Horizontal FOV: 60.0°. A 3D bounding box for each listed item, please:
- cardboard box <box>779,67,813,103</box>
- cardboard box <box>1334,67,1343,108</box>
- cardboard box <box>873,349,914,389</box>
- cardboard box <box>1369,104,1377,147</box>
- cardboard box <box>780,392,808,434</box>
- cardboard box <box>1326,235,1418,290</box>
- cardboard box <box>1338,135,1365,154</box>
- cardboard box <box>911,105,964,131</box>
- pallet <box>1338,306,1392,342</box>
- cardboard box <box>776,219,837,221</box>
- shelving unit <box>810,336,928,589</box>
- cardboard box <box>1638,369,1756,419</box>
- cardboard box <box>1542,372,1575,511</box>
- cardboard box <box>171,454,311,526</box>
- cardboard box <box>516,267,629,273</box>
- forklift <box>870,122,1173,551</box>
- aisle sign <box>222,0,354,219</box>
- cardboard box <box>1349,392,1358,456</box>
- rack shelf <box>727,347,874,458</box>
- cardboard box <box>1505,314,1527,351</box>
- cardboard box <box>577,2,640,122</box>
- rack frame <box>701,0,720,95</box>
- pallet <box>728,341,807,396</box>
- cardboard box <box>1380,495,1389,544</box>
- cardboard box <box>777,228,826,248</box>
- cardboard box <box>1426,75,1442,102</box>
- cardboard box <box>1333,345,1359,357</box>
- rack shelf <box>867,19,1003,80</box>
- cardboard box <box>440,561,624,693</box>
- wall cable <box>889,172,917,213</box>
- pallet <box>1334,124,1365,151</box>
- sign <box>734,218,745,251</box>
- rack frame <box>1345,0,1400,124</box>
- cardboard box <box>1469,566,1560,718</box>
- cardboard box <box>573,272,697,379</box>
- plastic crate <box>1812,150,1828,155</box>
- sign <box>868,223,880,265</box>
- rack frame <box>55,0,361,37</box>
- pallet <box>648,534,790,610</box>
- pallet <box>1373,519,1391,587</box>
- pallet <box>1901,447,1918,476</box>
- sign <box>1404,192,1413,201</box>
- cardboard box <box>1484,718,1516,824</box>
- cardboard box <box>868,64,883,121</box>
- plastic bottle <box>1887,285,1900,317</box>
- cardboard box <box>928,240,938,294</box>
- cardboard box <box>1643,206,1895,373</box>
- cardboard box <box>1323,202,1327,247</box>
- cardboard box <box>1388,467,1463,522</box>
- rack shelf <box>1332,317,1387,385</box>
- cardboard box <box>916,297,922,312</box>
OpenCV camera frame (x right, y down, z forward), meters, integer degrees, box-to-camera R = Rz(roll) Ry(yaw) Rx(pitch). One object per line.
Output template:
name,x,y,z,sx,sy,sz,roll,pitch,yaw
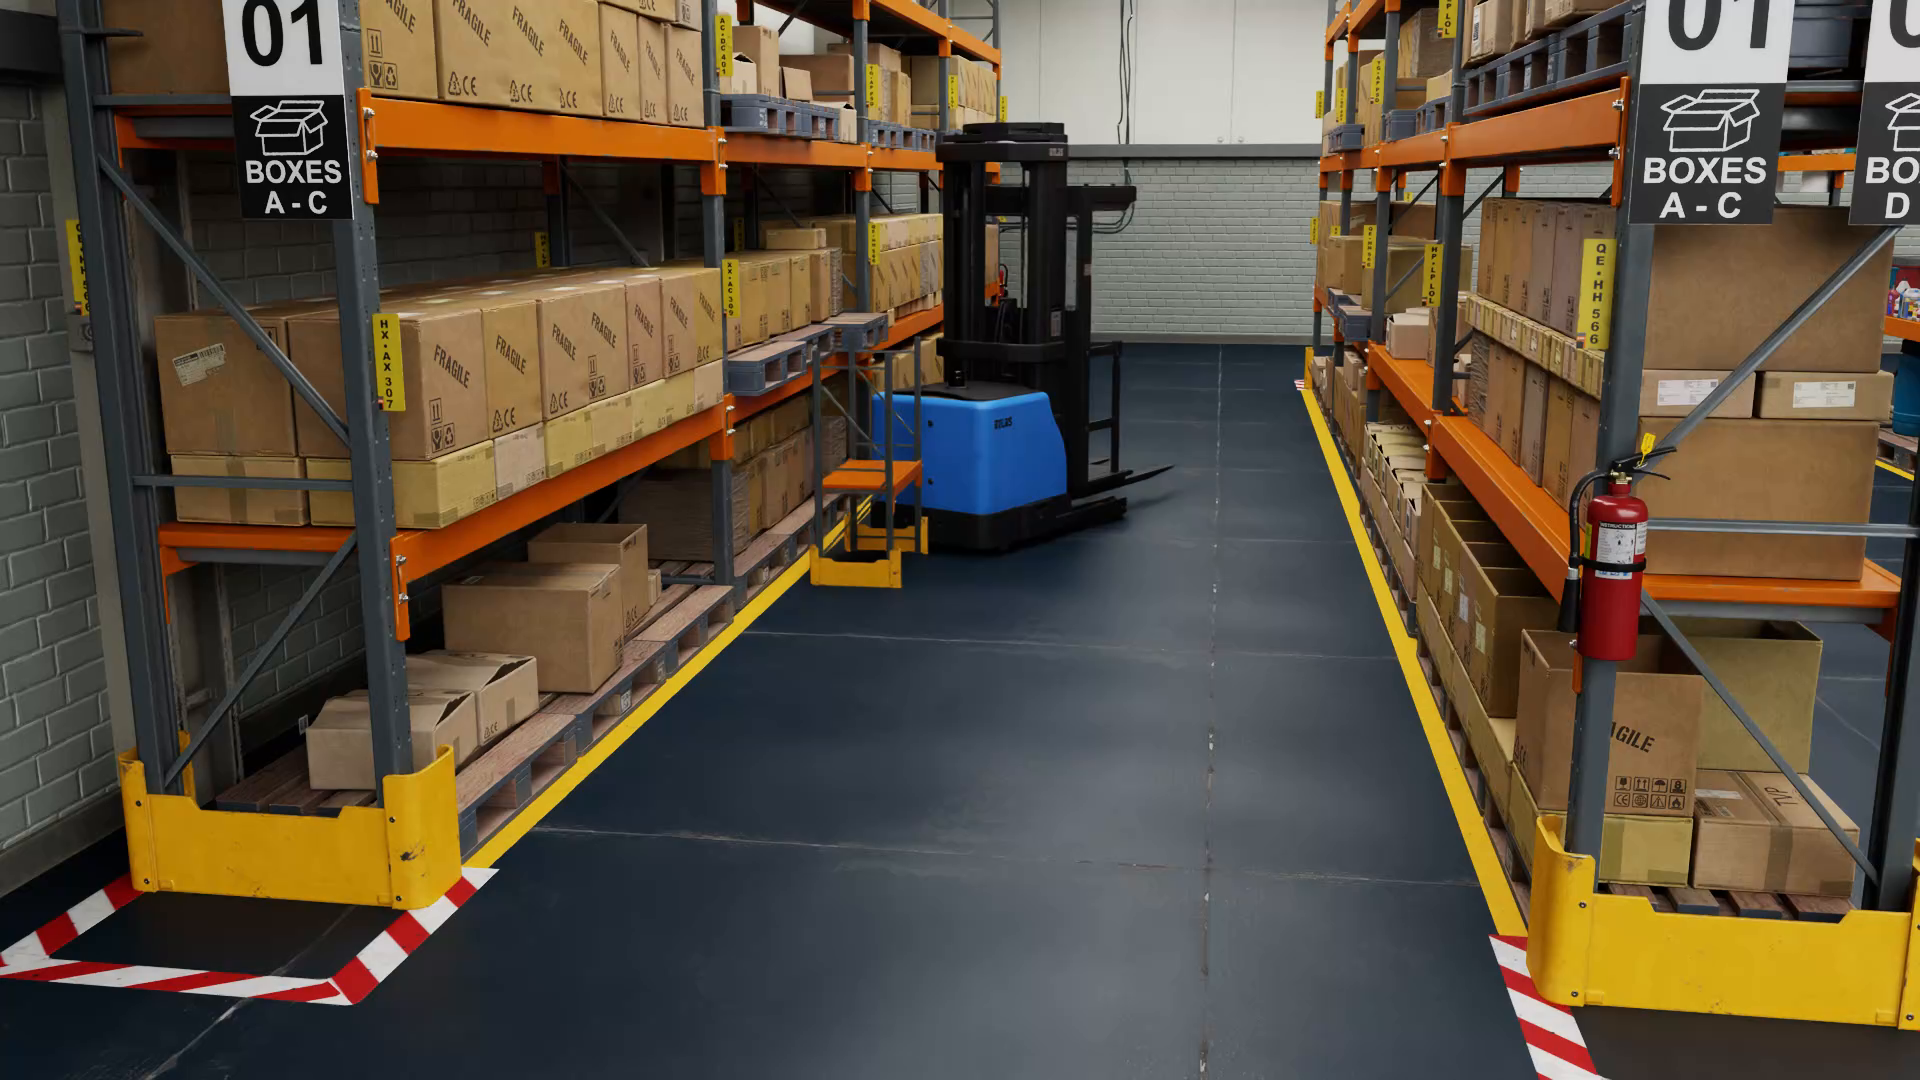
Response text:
cardboard box,-1.518,-3.116,11.918,0.797,0.503,0.637,4,13,17
cardboard box,4.675,-5.157,19.070,0.700,0.500,0.500,2,12,9
cardboard box,-0.844,-1.341,15.203,0.750,0.750,0.750,2,12,8
cardboard box,3.780,-3.409,13.336,0.910,0.500,0.500,2,12,9
cardboard box,-1.436,-0.947,12.378,0.500,0.250,0.500,2,12,10
cardboard box,3.989,-2.692,16.129,0.700,0.500,0.500,-2,12,-10
cardboard box,4.095,-4.032,16.817,0.500,0.250,0.500,2,12,9
cardboard box,-0.245,-4.471,17.621,0.500,0.250,0.500,2,12,8
pallet,3.703,-1.746,13.429,1.213,0.211,1.003,2,12,9
cardboard box,-1.331,-2.637,14.339,0.500,0.250,0.500,1,12,7
shelving unit,-0.590,-0.546,10.965,0.587,1.500,1.083,2,12,9
cardboard box,2.308,-0.482,5.335,0.380,0.149,0.250,2,12,8
cardboard box,2.680,-0.389,6.441,0.700,0.500,0.500,2,12,9
cardboard box,-2.577,-0.231,6.252,0.500,0.250,0.500,2,12,9
cardboard box,-2.121,-1.235,9.133,0.500,0.500,0.500,2,12,7
forklift,0.623,-1.613,12.523,1.130,2.935,3.031,9,15,34
aisle sign,-2.172,-1.437,5.369,0.394,0.787,0.004,2,12,9
cardboard box,3.660,-0.999,14.399,0.500,0.500,0.500,1,12,7
rack shelf,-1.535,-1.088,11.629,1.077,0.370,4.000,2,12,9
cardboard box,2.626,-0.911,7.325,0.380,0.149,0.250,2,12,7
cardboard box,-1.814,-2.214,7.740,0.500,0.500,0.500,1,12,6
rack frame,-1.843,-3.956,8.989,1.000,3.000,0.127,2,12,9
pallet,-1.581,-1.084,10.358,1.003,0.211,1.213,2,12,9
cardboard box,3.068,-0.138,11.043,0.500,0.250,0.500,2,12,10
cardboard box,-1.251,-2.364,13.022,0.380,0.149,0.250,0,12,1
cardboard box,3.654,-3.198,11.952,0.500,0.250,0.500,1,12,4
cardboard box,4.567,-1.915,18.639,0.797,0.503,0.637,2,12,9
rack shelf,-0.305,-5.490,18.766,1.077,0.370,4.000,2,12,9
cardboard box,-2.012,0.405,7.881,0.700,0.500,0.500,1,12,5
wall cable,-0.735,-4.315,22.484,0.084,1.984,1.851,2,12,9
pallet,3.957,-3.554,14.689,1.213,0.211,1.003,2,12,9
sign,-1.776,-2.439,13.443,0.100,0.325,0.005,2,12,9
rack frame,4.283,-5.461,15.975,1.000,3.000,0.127,2,12,9
cardboard box,2.365,0.412,6.713,0.500,0.500,0.500,2,12,9
cardboard box,-1.681,-1.114,8.570,0.500,0.500,0.500,2,12,8
plastic crate,9.146,-4.157,17.325,0.437,0.282,0.530,2,12,9
sign,-0.690,-2.368,13.299,0.100,0.325,0.005,2,12,9
rack frame,-2.458,-3.123,5.125,1.000,3.000,0.127,2,12,9
pallet,-1.724,0.178,10.667,1.003,0.211,1.213,2,12,9
pallet,3.313,0.090,11.073,1.003,0.211,1.213,2,12,9
pallet,8.832,-0.590,14.232,1.003,0.211,1.213,2,12,9
sign,5.444,-4.060,20.213,0.100,0.325,0.005,2,12,9
cardboard box,2.293,0.882,6.309,0.500,0.250,0.500,2,12,9
cardboard box,-1.082,-3.916,14.641,0.700,0.500,0.500,3,12,12
plastic bottle,8.679,-2.220,15.452,0.061,0.283,0.133,2,12,9
cardboard box,-0.503,-2.682,16.326,0.500,0.500,0.500,2,12,9
cardboard box,2.530,-0.822,5.369,0.700,0.500,0.500,2,12,9
cardboard box,4.415,-3.602,18.978,0.500,0.500,0.500,2,12,9
cardboard box,2.985,-0.305,10.486,0.500,0.311,0.500,2,12,8
rack shelf,3.976,-1.761,14.751,1.077,0.370,4.000,2,12,9
cardboard box,-0.570,-2.285,16.023,0.380,0.149,0.250,2,12,9
